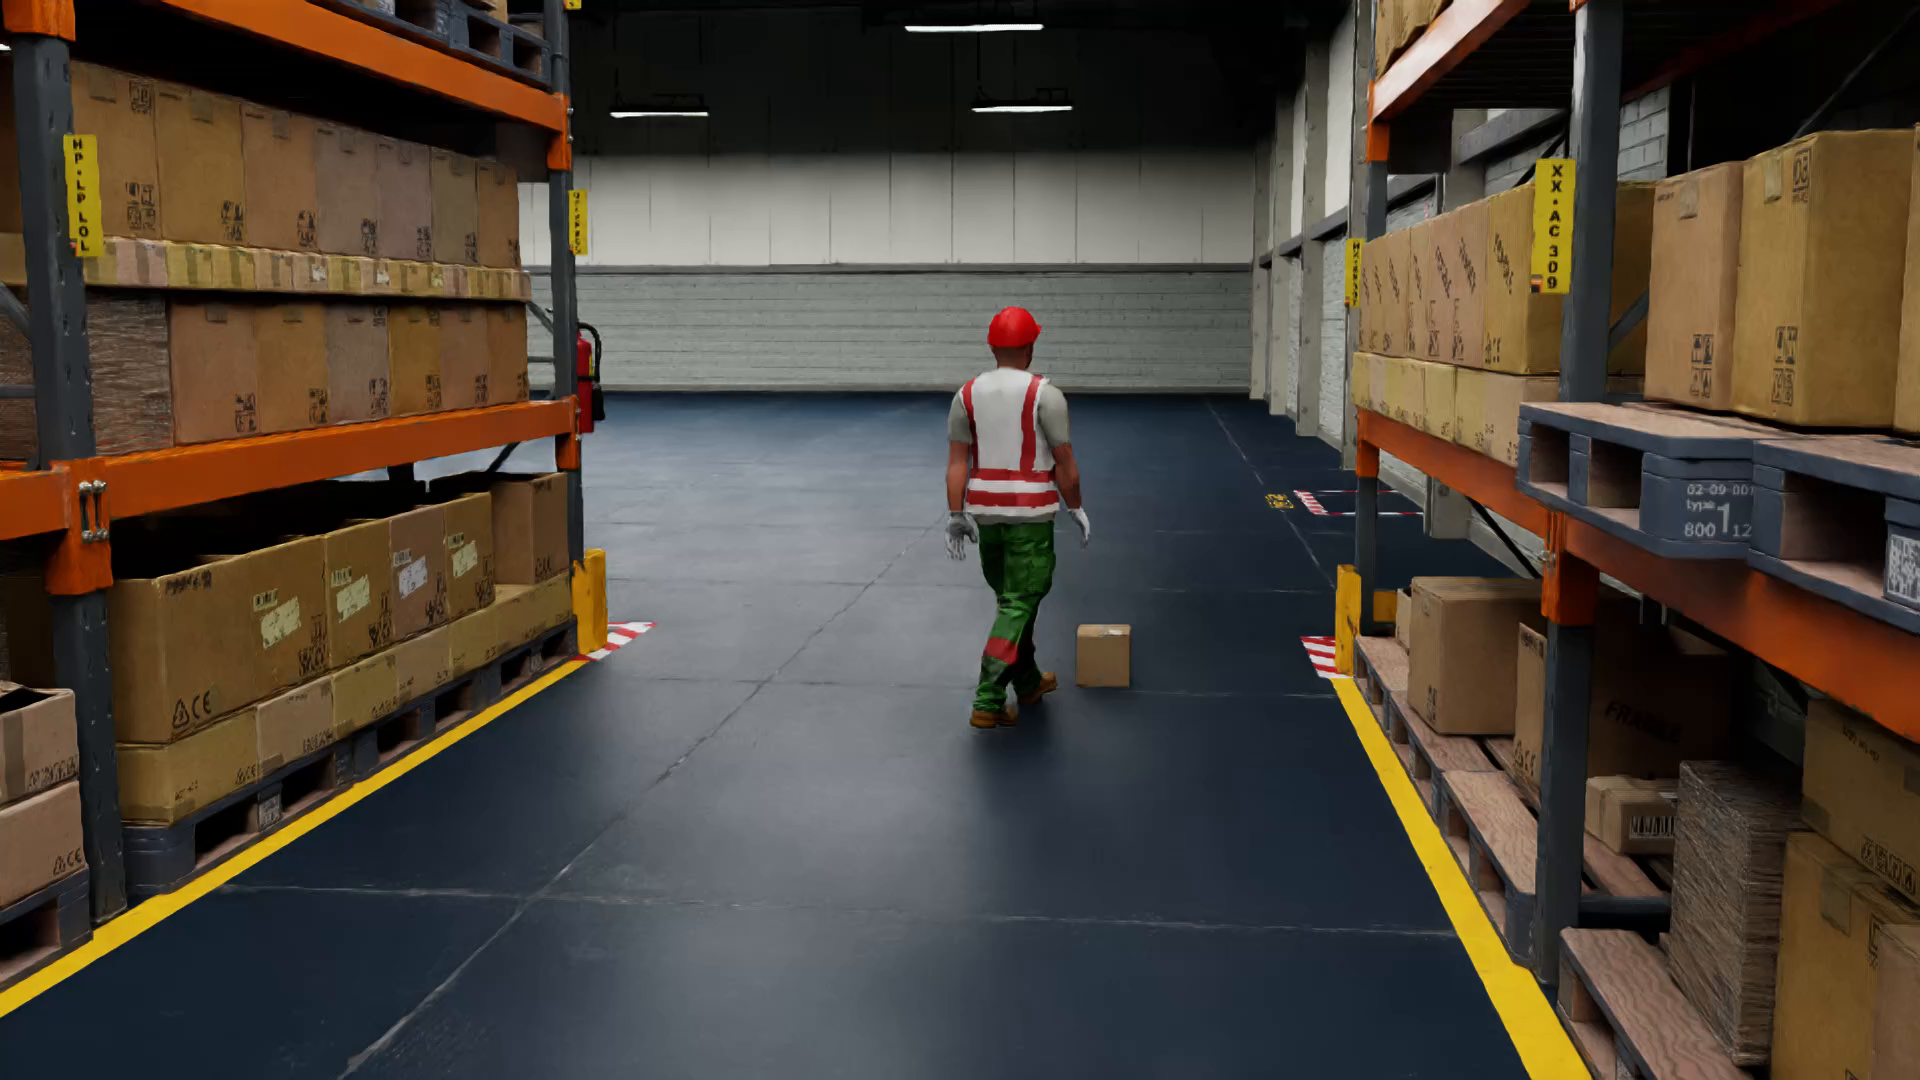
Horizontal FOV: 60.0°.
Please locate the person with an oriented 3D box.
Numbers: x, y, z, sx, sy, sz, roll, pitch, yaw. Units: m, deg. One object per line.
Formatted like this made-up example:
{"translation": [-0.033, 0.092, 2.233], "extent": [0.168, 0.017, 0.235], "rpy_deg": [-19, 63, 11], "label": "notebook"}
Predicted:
{"translation": [0.270, -0.107, 7.060], "extent": [0.537, 1.759, 0.948], "rpy_deg": [5, 9, 33], "label": "person"}
